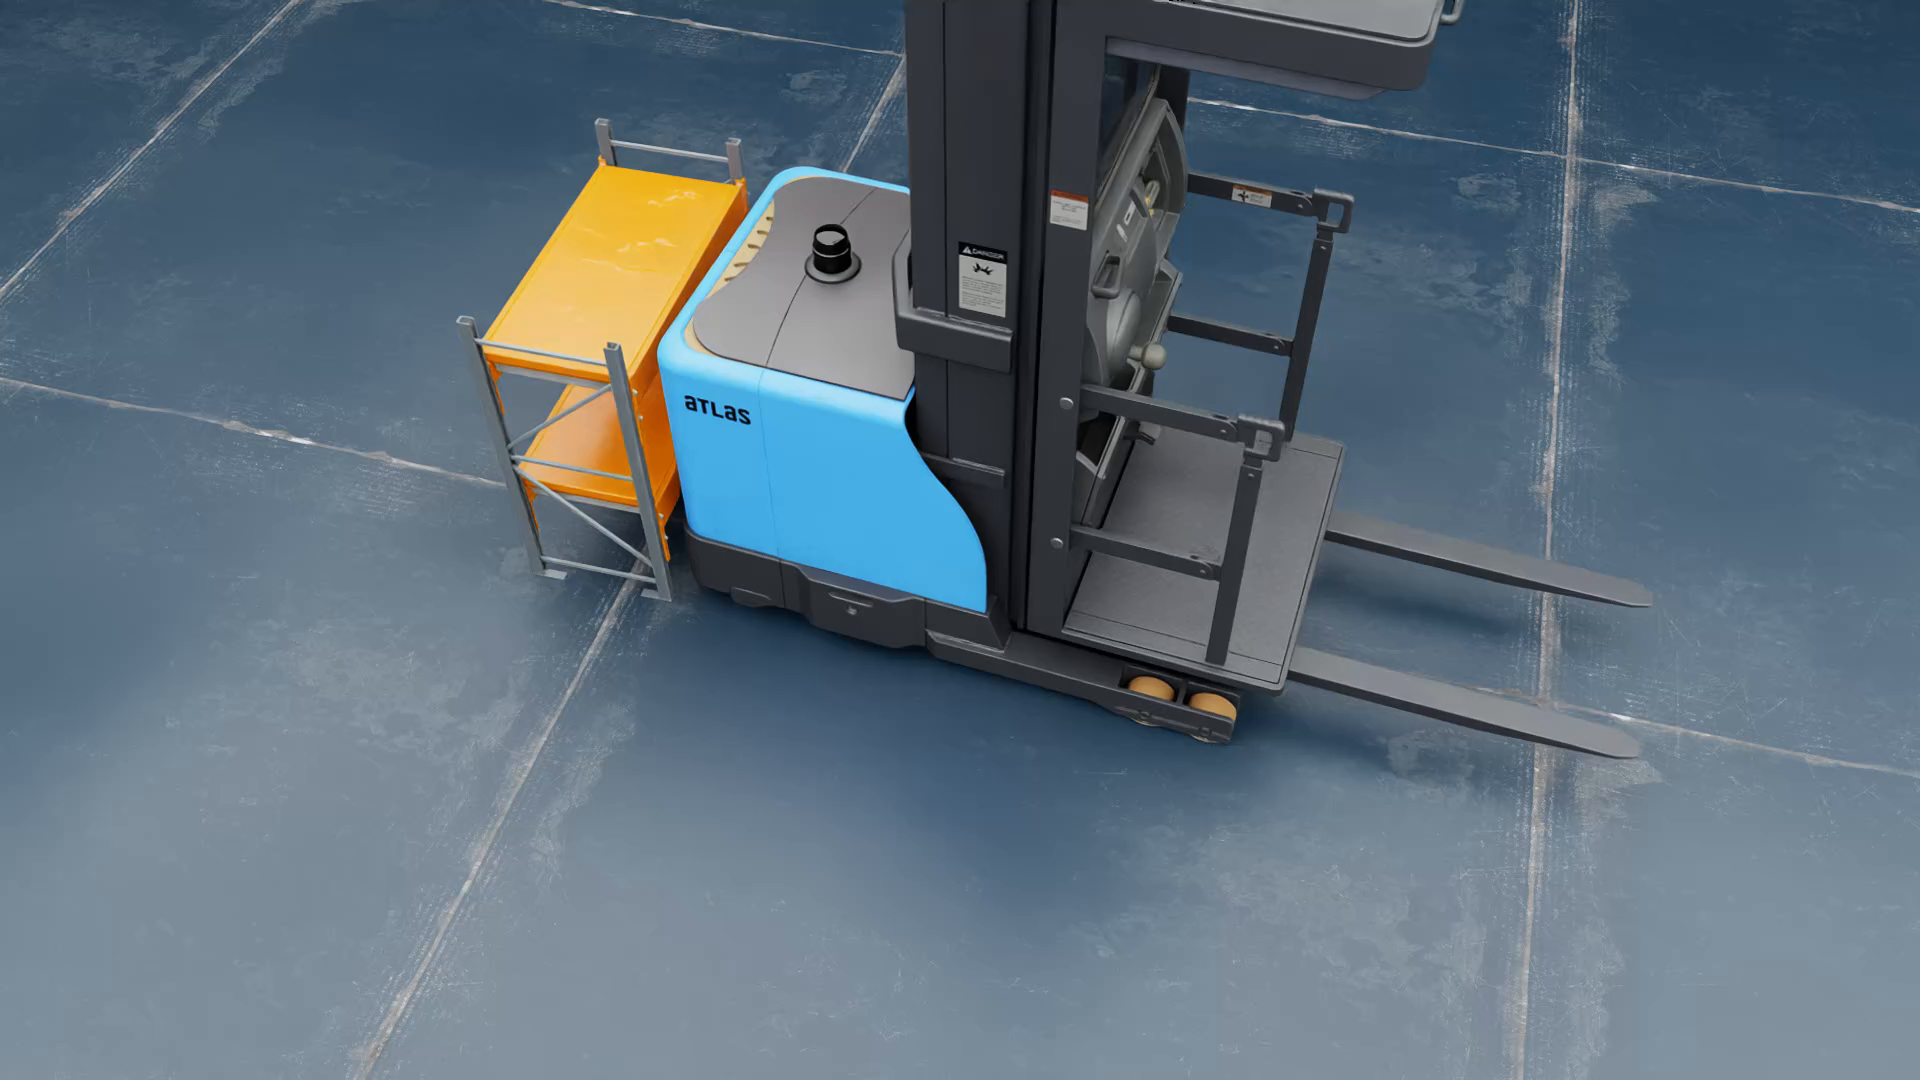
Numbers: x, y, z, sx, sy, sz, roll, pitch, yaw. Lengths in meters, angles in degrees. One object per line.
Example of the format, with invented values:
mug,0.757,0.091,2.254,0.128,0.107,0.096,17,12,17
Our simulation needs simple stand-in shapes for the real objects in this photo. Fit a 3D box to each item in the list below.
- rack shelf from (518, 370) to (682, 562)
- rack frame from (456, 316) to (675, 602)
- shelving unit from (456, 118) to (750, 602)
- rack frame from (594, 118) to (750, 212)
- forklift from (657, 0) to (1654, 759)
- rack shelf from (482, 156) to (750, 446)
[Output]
rack shelf,-1.076,-0.428,5.700,0.538,0.278,1.000,11,49,10
rack frame,-1.207,-0.222,5.192,0.500,1.125,0.032,11,49,10
shelving unit,-1.078,-0.590,5.517,0.538,1.125,1.048,11,49,10
rack frame,-0.949,-0.959,5.843,0.500,1.125,0.032,11,49,10
forklift,0.673,-0.789,4.492,3.031,2.935,1.130,15,50,12
rack shelf,-1.081,-0.785,5.298,0.538,0.278,1.000,11,49,10
